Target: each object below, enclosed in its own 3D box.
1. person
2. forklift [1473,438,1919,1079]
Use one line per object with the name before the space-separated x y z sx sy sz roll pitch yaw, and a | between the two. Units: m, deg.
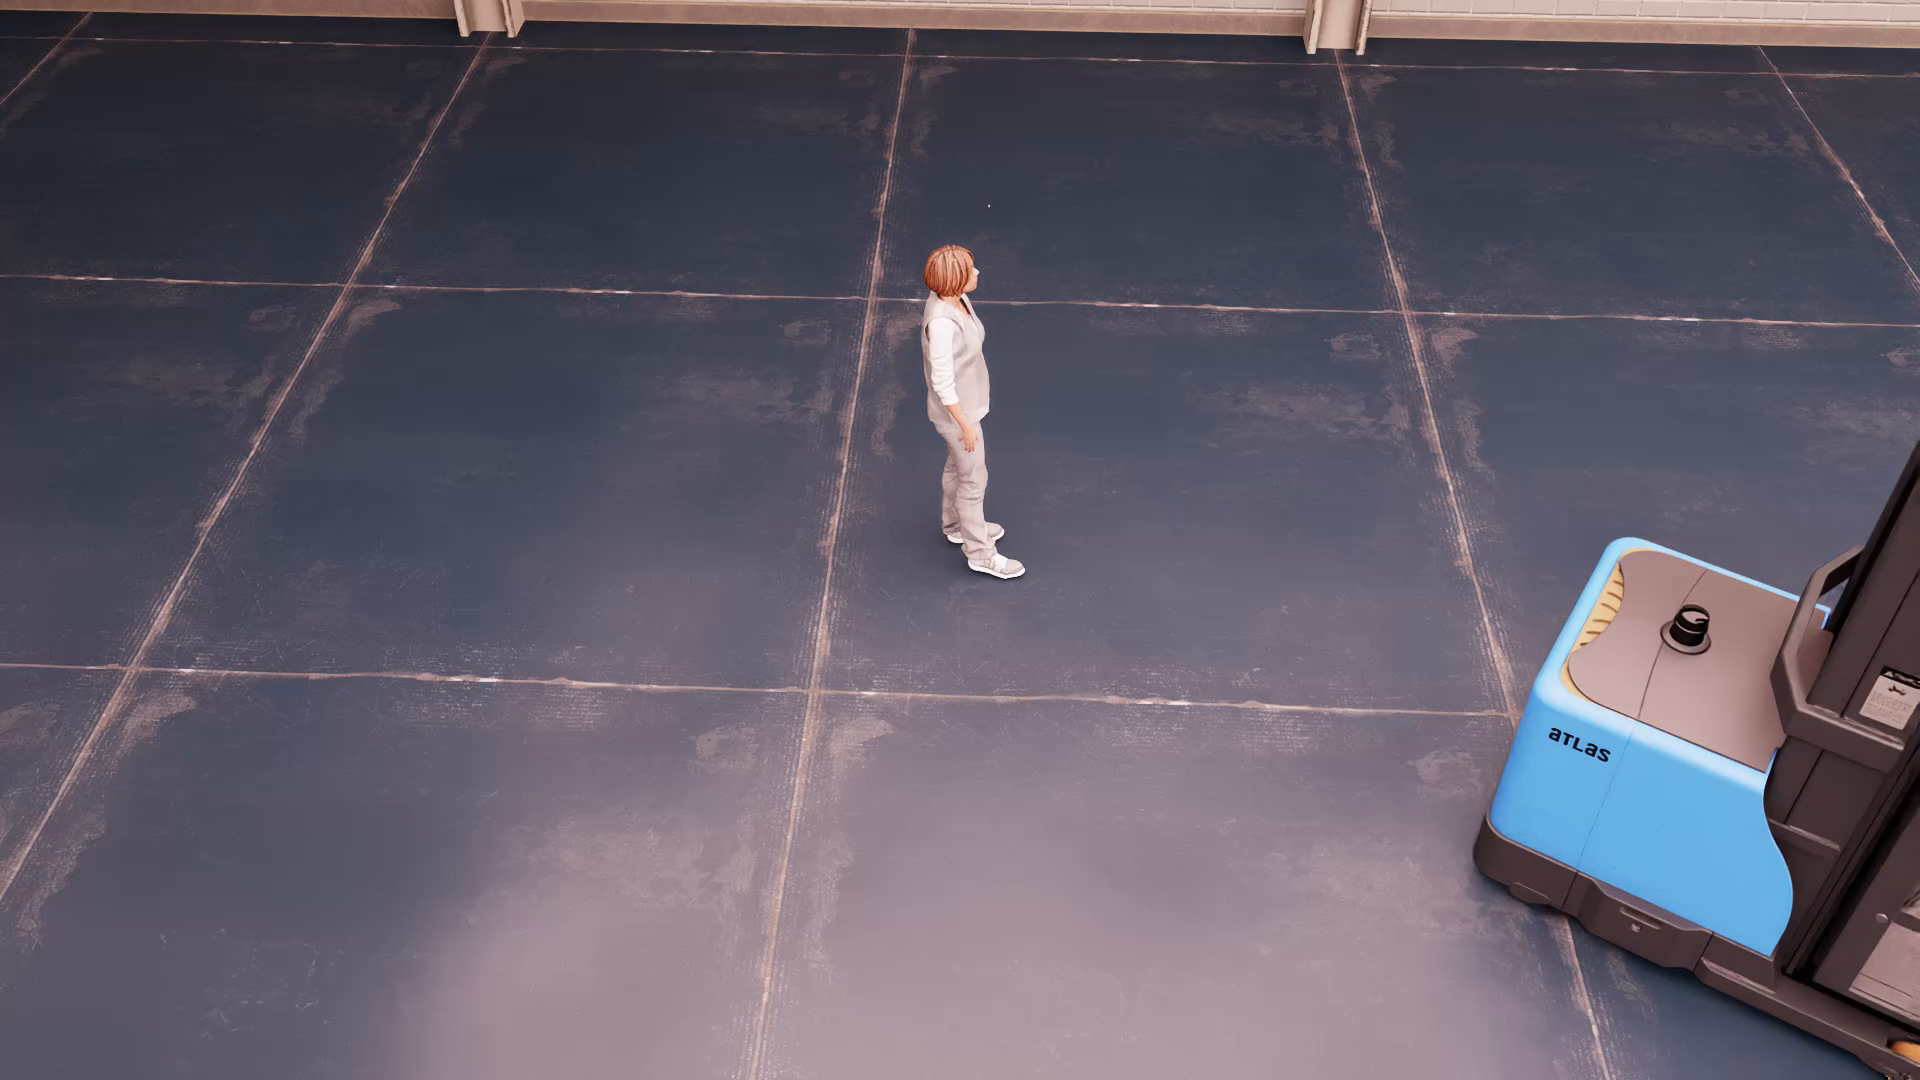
person | 0.074 -0.583 7.360 0.473 1.599 0.520 2 42 2
forklift | 3.507 0.491 5.204 3.031 2.935 1.130 24 47 24
